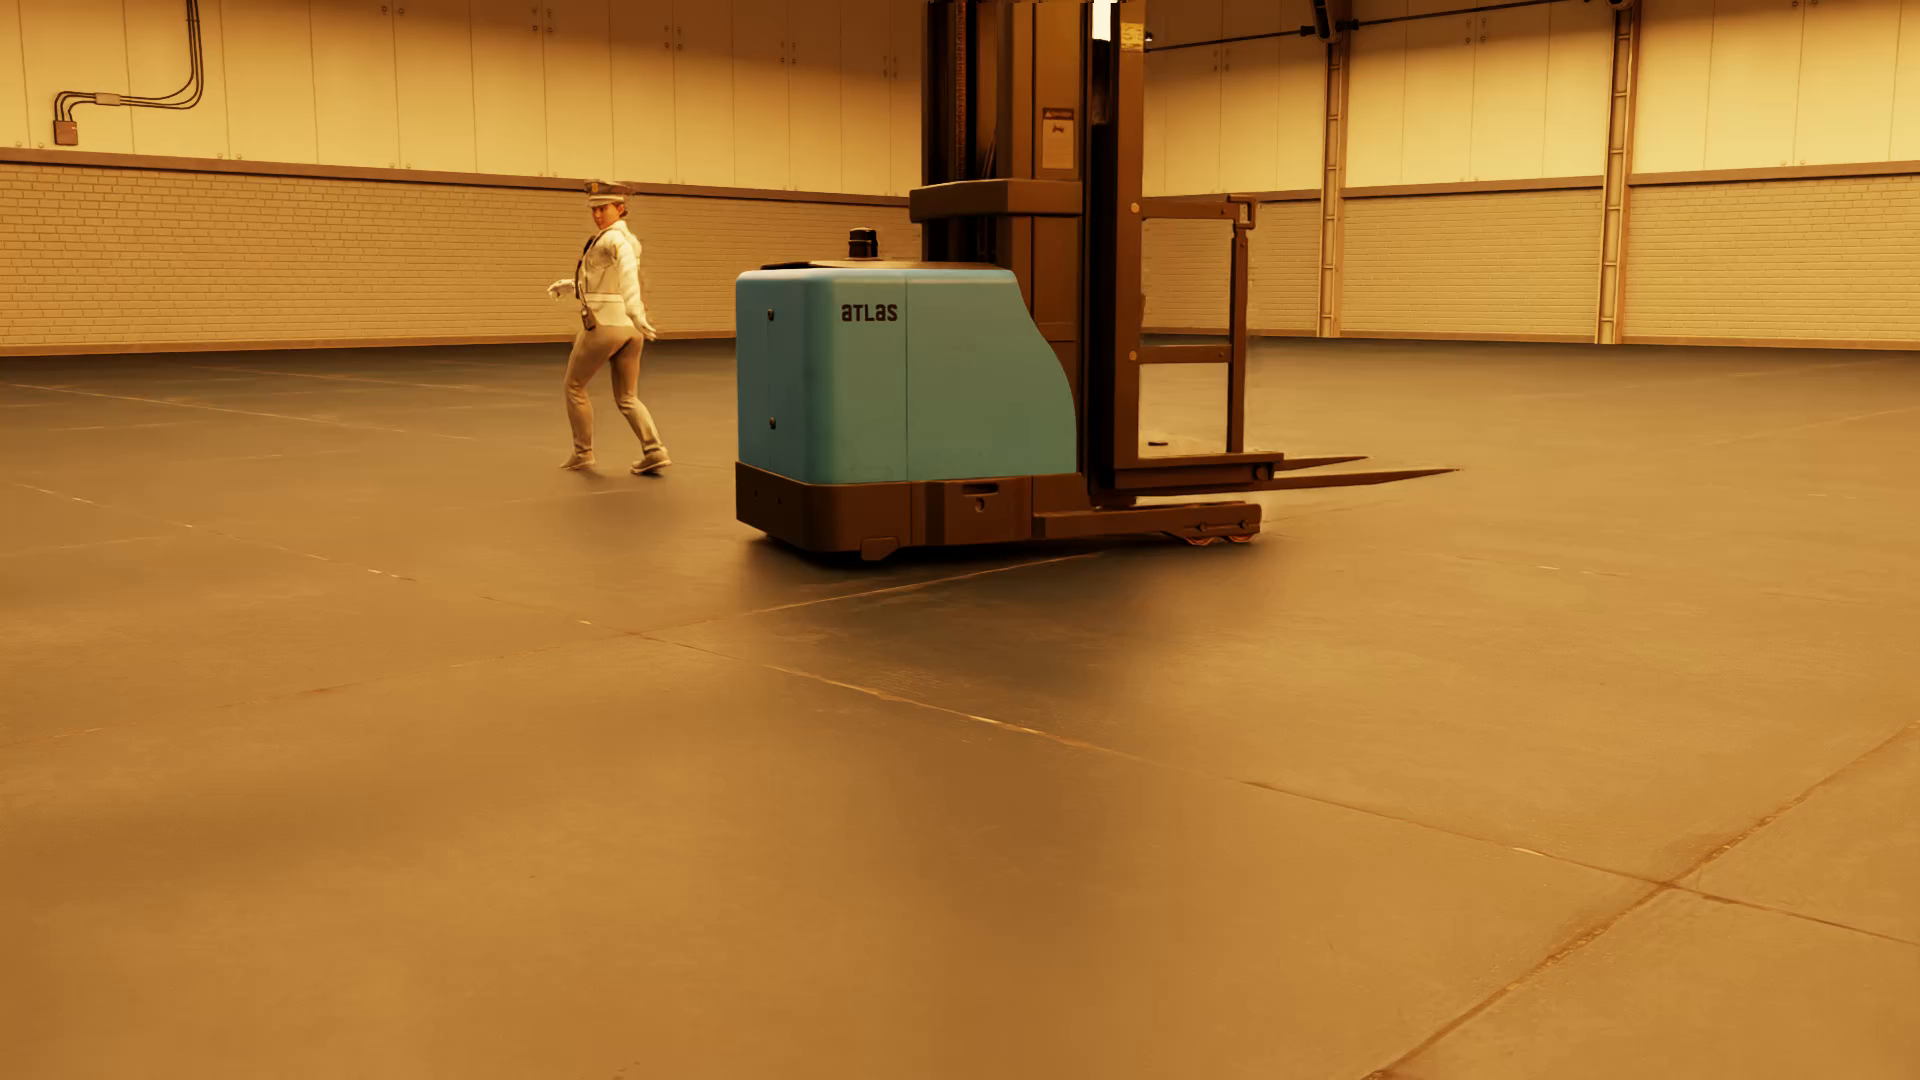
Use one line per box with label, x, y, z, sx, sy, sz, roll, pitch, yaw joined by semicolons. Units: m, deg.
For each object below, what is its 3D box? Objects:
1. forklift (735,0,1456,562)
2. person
forklift;0.650;-1.492;6.782;3.031;2.935;1.130;-4;9;-23
person;-1.927;-1.145;9.127;0.897;1.611;0.506;5;10;29
